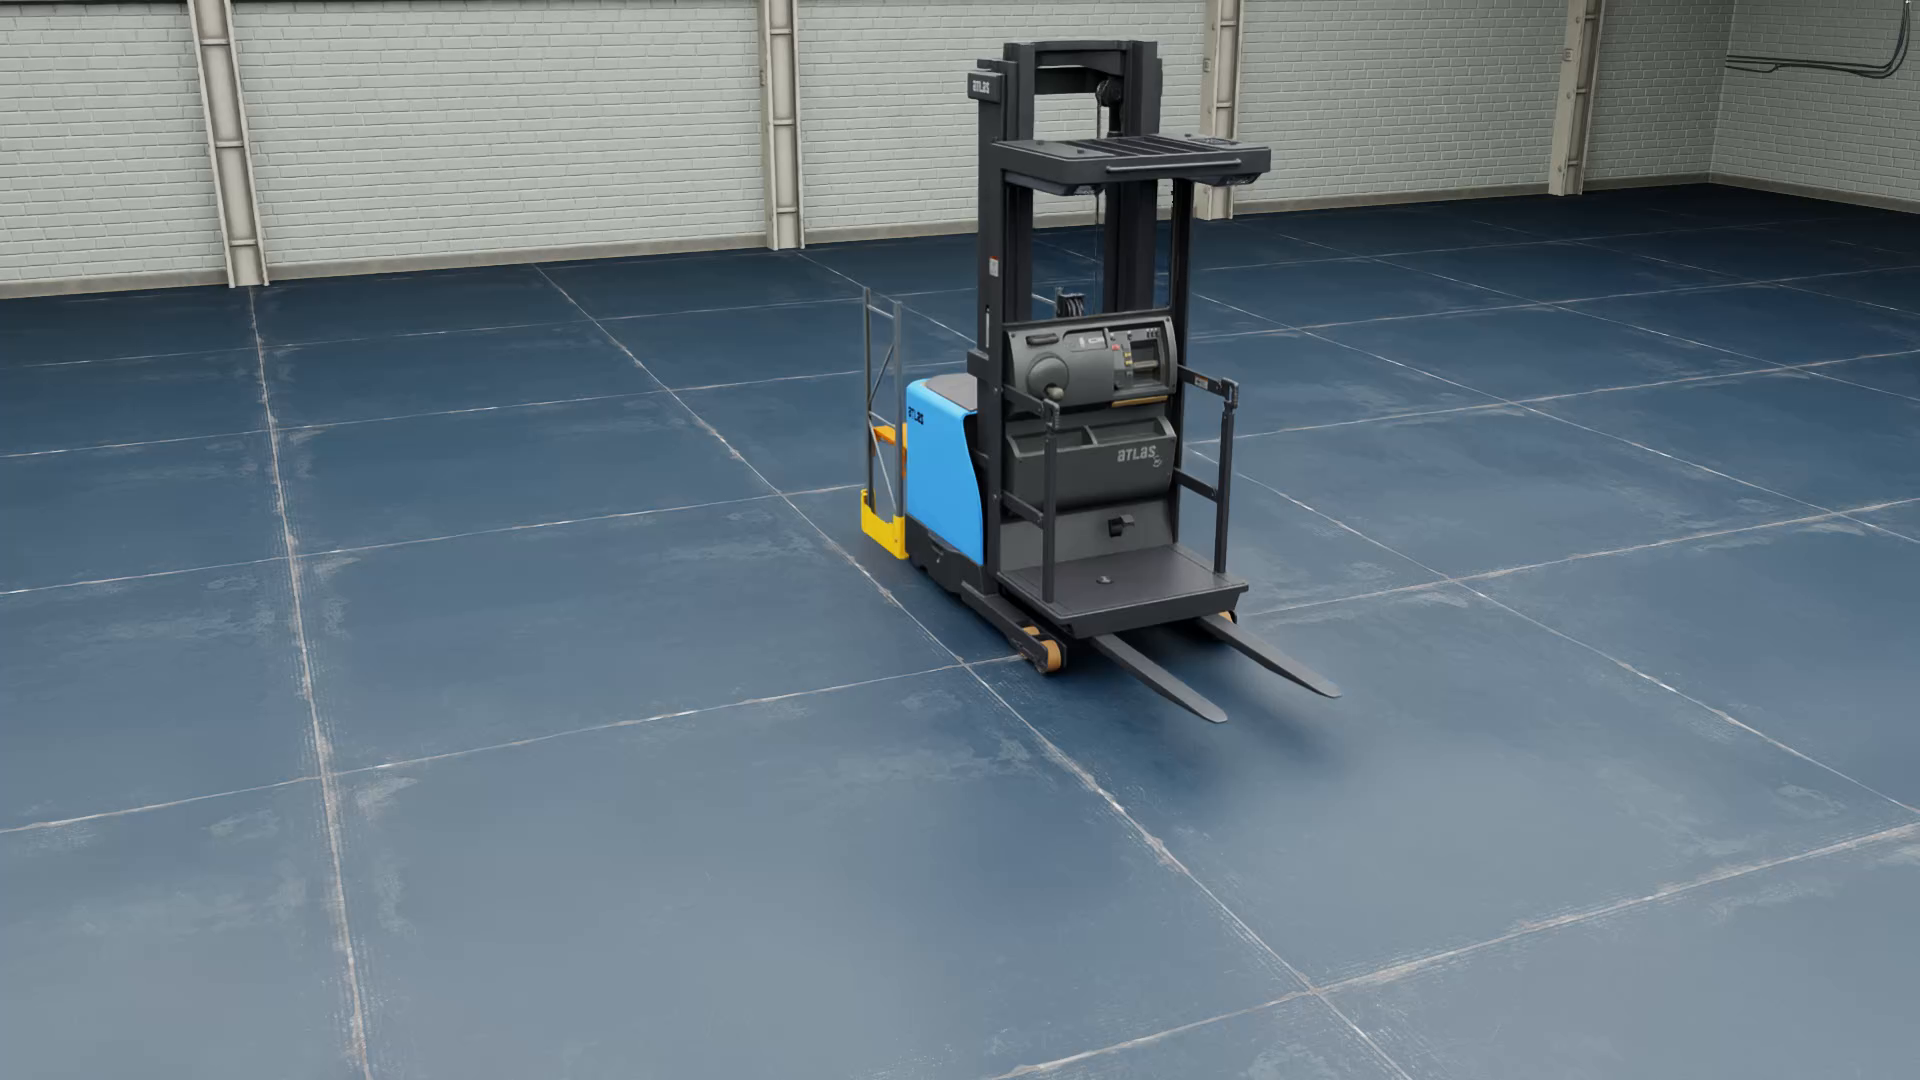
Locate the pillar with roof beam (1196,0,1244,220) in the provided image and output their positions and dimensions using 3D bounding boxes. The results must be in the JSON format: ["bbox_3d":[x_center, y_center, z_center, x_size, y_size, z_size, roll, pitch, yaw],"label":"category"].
[{"bbox_3d":[5.111,-7.251,17.066,0.400,9.000,9.100,-8,21,-22],"label":"pillar with roof beam"}]

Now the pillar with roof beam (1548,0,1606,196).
[{"bbox_3d":[10.621,-8.040,19.308,0.400,9.000,9.100,-8,21,-22],"label":"pillar with roof beam"}]

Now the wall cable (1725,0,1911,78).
[{"bbox_3d":[12.144,-7.873,23.507,0.112,2.526,3.097,-8,21,-22],"label":"wall cable"}]

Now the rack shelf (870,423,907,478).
[{"bbox_3d":[0.012,-0.594,9.992,1.000,0.185,0.538,-9,21,-24],"label":"rack shelf"}]

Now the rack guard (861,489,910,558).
[{"bbox_3d":[-0.447,-0.102,9.936,0.087,0.250,0.587,-9,21,-24],"label":"rack guard"}]

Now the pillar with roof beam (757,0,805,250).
[{"bbox_3d":[-0.398,-6.462,14.824,0.400,9.000,9.100,-8,21,-22],"label":"pillar with roof beam"}]

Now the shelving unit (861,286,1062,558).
[{"bbox_3d":[0.004,-0.762,9.929,1.083,1.500,0.587,-9,21,-24],"label":"shelving unit"}]

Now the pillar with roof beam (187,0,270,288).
[{"bbox_3d":[-5.907,-5.672,12.583,0.400,9.000,9.100,-8,21,-22],"label":"pillar with roof beam"}]

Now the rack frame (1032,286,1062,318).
[{"bbox_3d":[0.471,-0.836,10.137,0.032,1.500,0.500,-9,21,-24],"label":"rack frame"}]

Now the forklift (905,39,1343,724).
[{"bbox_3d":[0.762,-0.891,8.140,1.130,2.935,3.031,-9,21,-24],"label":"forklift"}]

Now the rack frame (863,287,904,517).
[{"bbox_3d":[-0.448,-0.692,9.728,0.032,1.500,0.500,-9,21,-24],"label":"rack frame"}]
